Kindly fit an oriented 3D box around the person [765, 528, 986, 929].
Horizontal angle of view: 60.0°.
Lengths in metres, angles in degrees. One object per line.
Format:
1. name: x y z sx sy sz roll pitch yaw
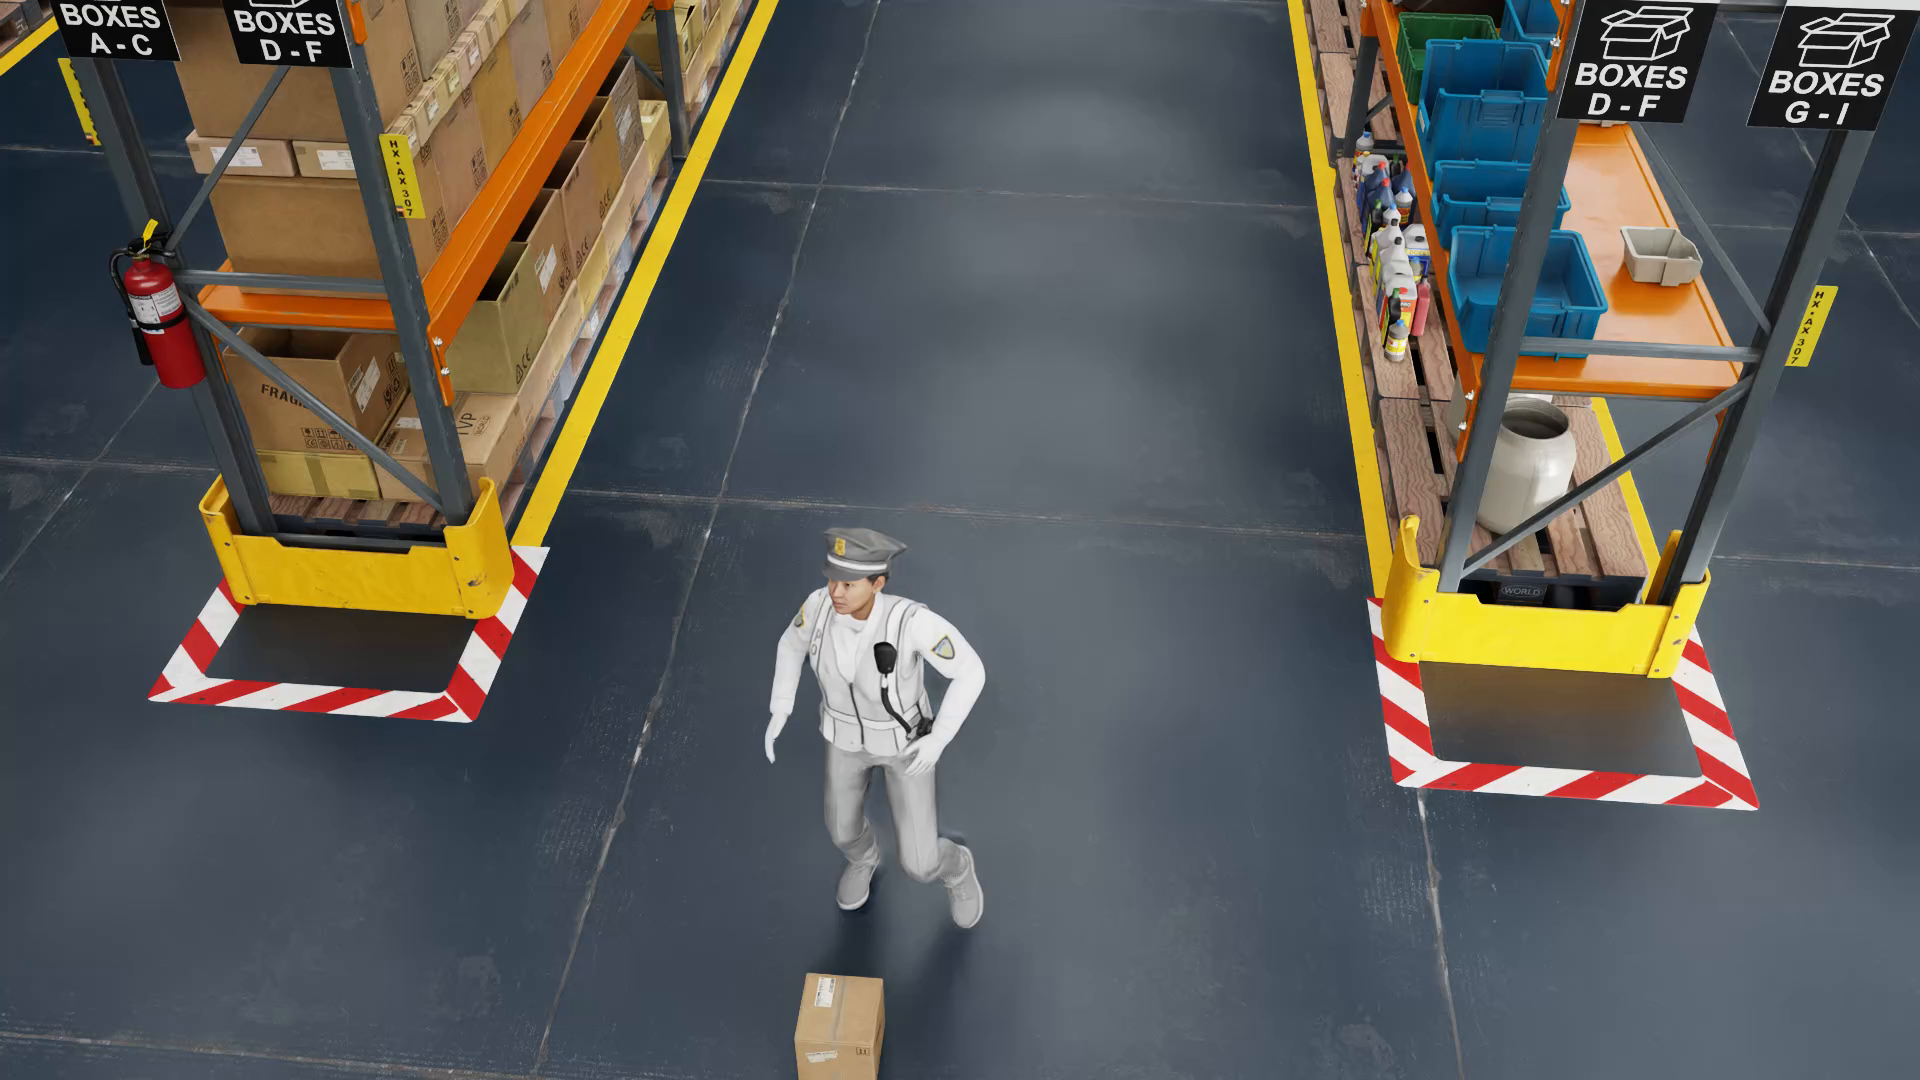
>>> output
1. person: -0.277 0.675 5.373 0.741 1.660 0.520 10 41 11
